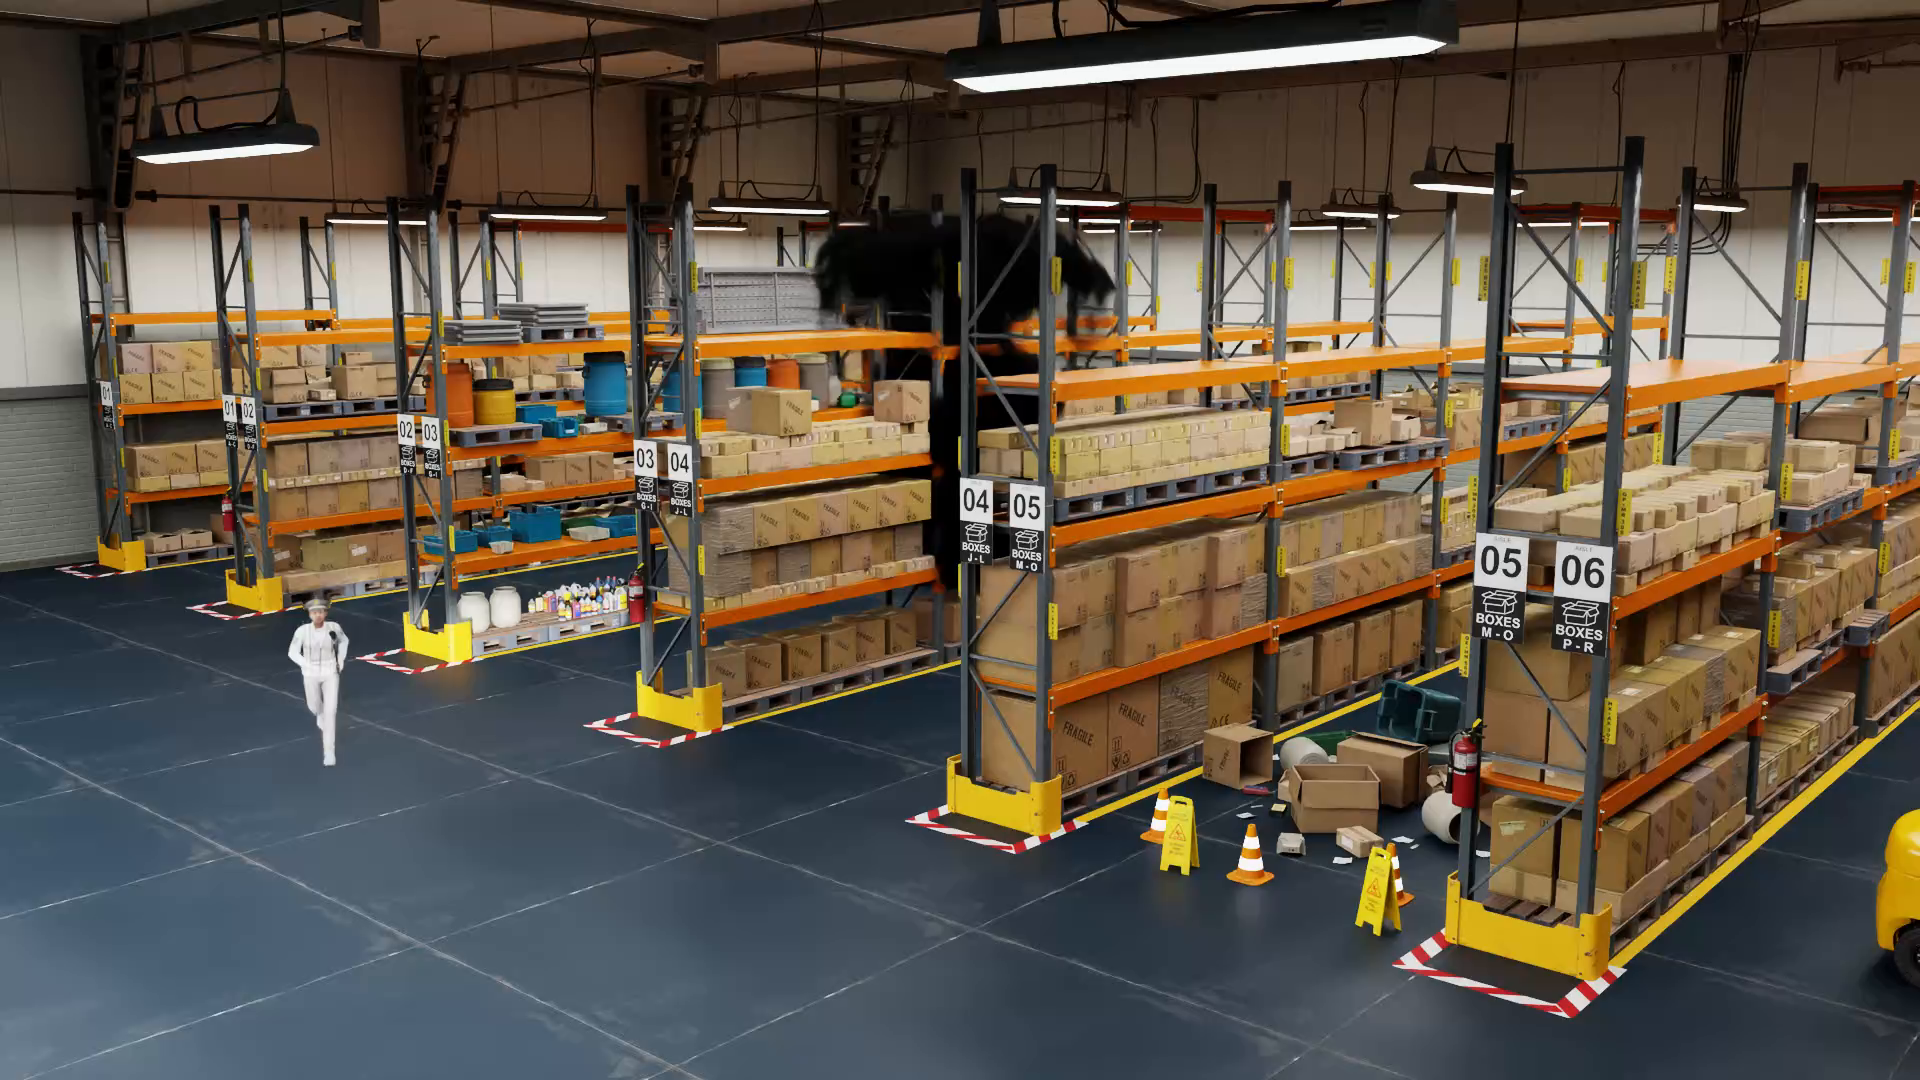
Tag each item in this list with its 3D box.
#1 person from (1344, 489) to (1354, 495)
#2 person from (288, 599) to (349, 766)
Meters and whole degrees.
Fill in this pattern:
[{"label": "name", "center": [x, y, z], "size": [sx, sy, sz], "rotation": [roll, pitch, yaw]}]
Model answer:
[{"label": "person", "center": [6.219, -0.015, 26.658], "size": [0.602, 1.610, 0.802], "rotation": [8, 12, 39]}, {"label": "person", "center": [-6.780, 1.440, 17.620], "size": [0.583, 1.704, 1.094], "rotation": [-3, 10, -16]}]
